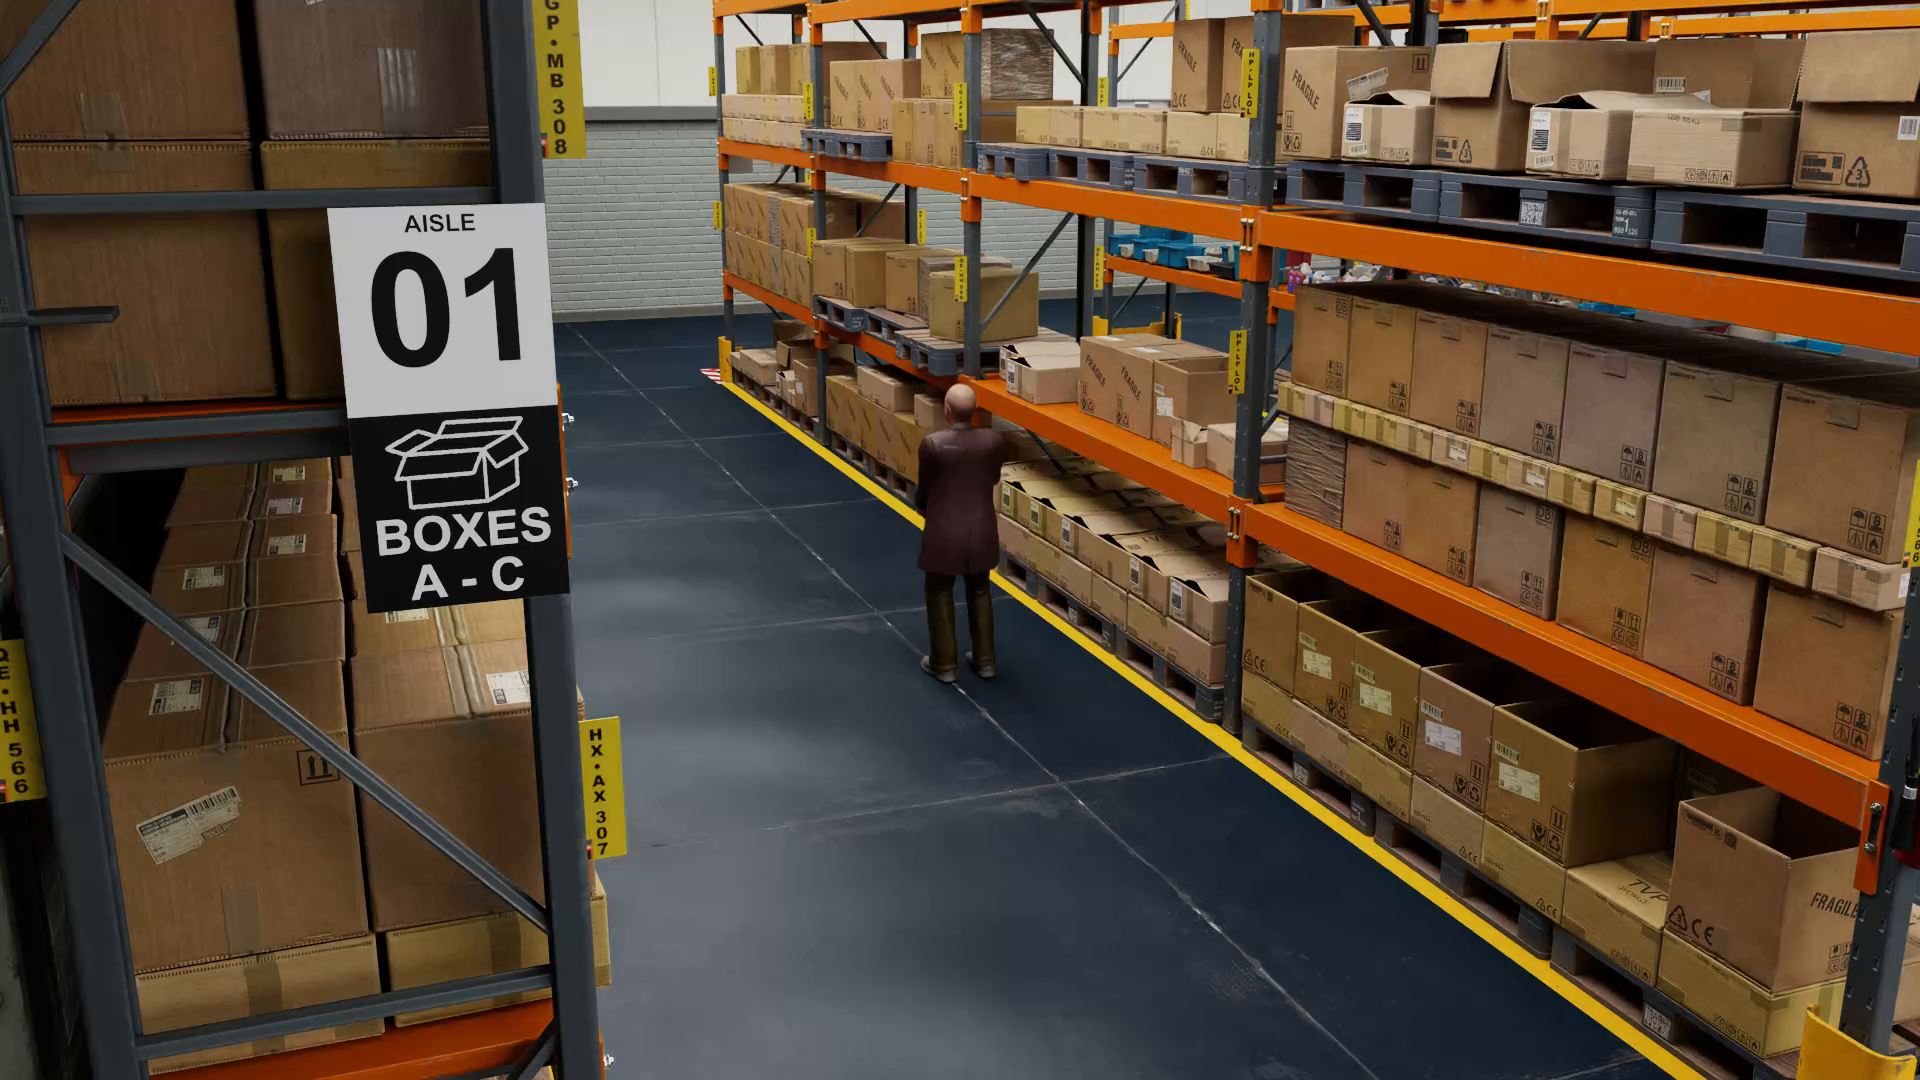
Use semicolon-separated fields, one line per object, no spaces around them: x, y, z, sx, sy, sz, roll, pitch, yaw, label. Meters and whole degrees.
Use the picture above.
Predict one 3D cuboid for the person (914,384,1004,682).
-0.037;-0.073;9.830;0.529;1.772;0.552;-5;16;-19;person
